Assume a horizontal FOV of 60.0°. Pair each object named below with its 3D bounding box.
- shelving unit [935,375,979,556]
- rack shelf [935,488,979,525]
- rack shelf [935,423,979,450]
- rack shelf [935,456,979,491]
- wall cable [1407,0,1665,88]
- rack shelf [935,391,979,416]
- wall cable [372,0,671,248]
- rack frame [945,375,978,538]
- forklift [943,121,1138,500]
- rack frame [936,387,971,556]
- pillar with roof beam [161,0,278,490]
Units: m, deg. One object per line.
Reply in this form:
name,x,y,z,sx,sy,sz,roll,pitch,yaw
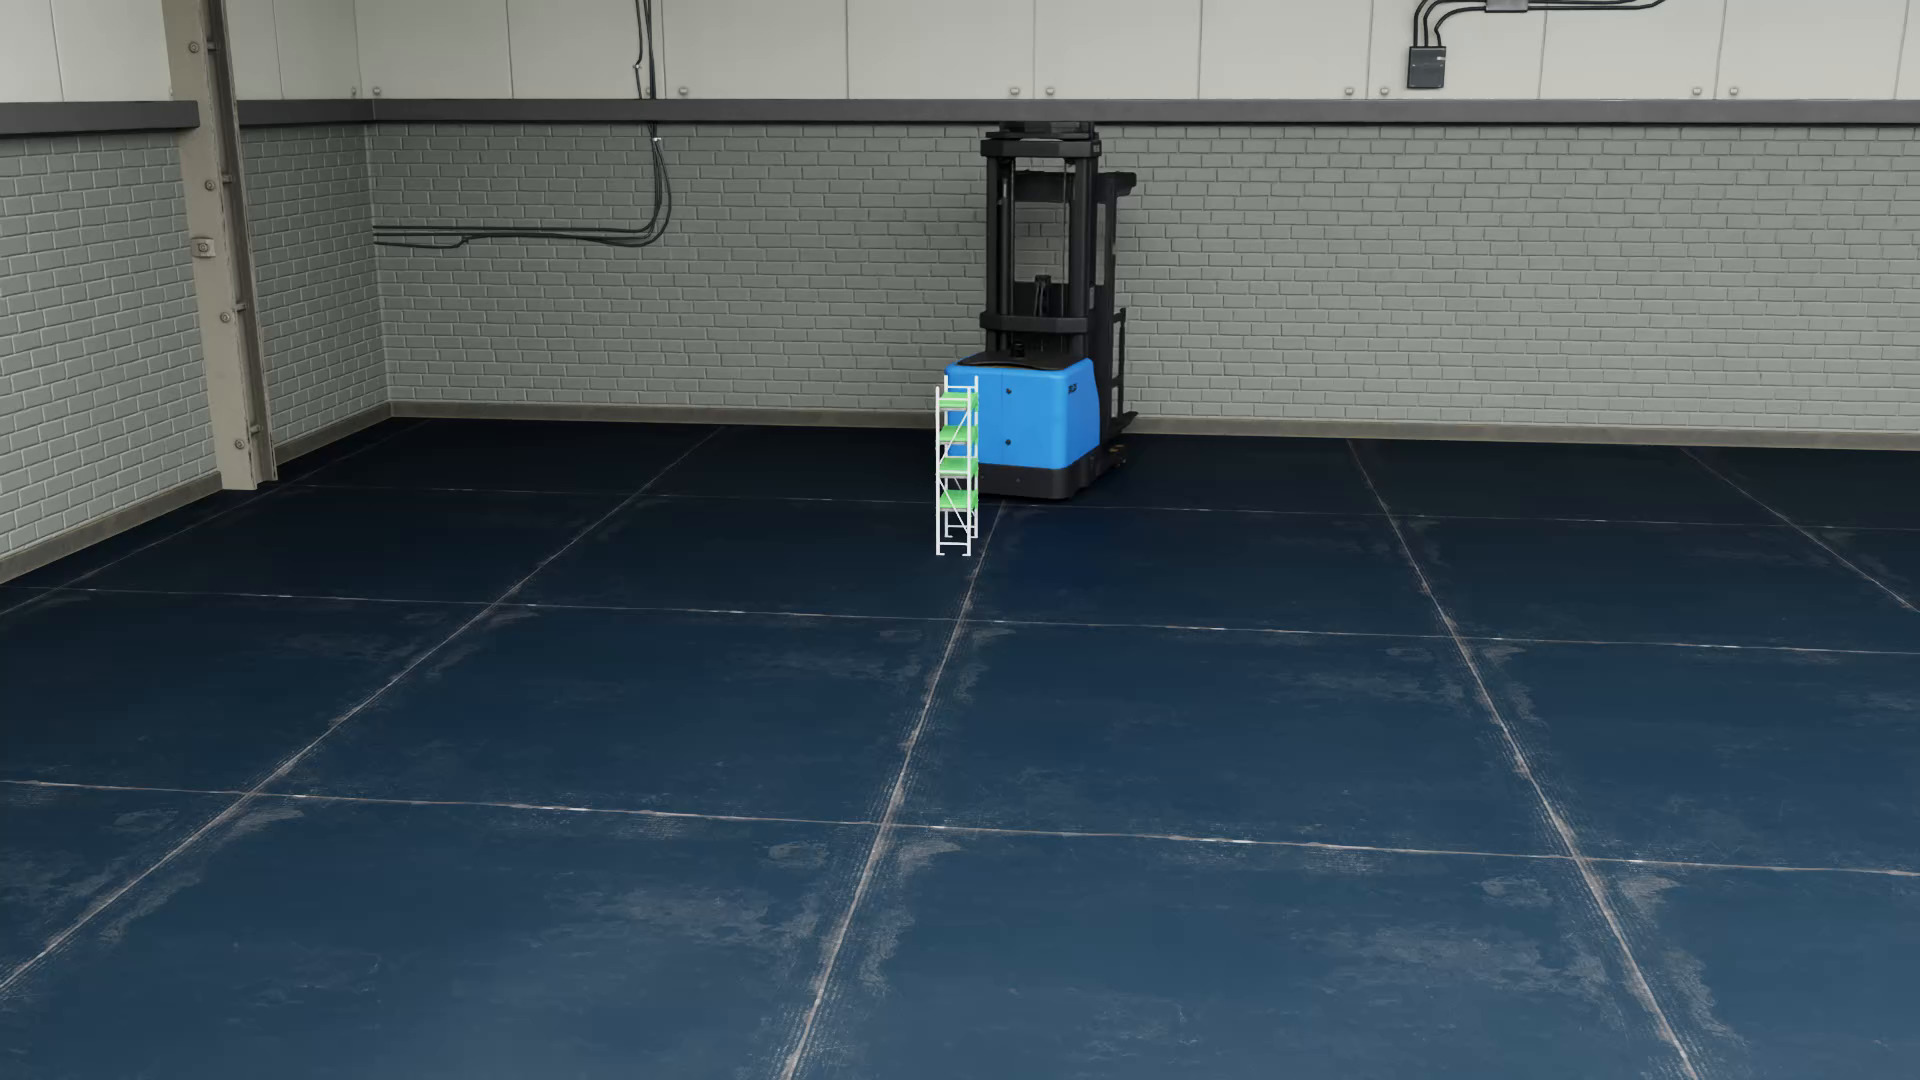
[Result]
shelving unit,-0.019,-0.536,11.847,0.258,1.200,0.503,2,15,6
rack shelf,-0.019,-0.243,11.926,0.258,0.148,0.480,2,15,6
rack shelf,-0.019,-0.706,11.801,0.258,0.148,0.480,2,15,6
rack shelf,-0.019,-0.475,11.863,0.258,0.148,0.480,2,15,6
wall cable,5.136,-6.895,13.906,2.305,6.003,0.169,2,15,6
rack shelf,-0.019,-0.938,11.738,0.258,0.148,0.480,2,15,6
wall cable,-4.295,-4.038,15.804,3.097,2.526,0.112,2,15,6
rack frame,0.009,-0.600,12.081,0.240,1.200,0.015,2,15,6
forklift,0.849,-2.076,14.226,1.130,2.935,3.031,6,16,20
rack frame,-0.046,-0.473,11.613,0.240,1.200,0.015,2,15,6
pillar with roof beam,-1.664,-4.685,12.249,9.100,9.000,0.400,2,15,6
